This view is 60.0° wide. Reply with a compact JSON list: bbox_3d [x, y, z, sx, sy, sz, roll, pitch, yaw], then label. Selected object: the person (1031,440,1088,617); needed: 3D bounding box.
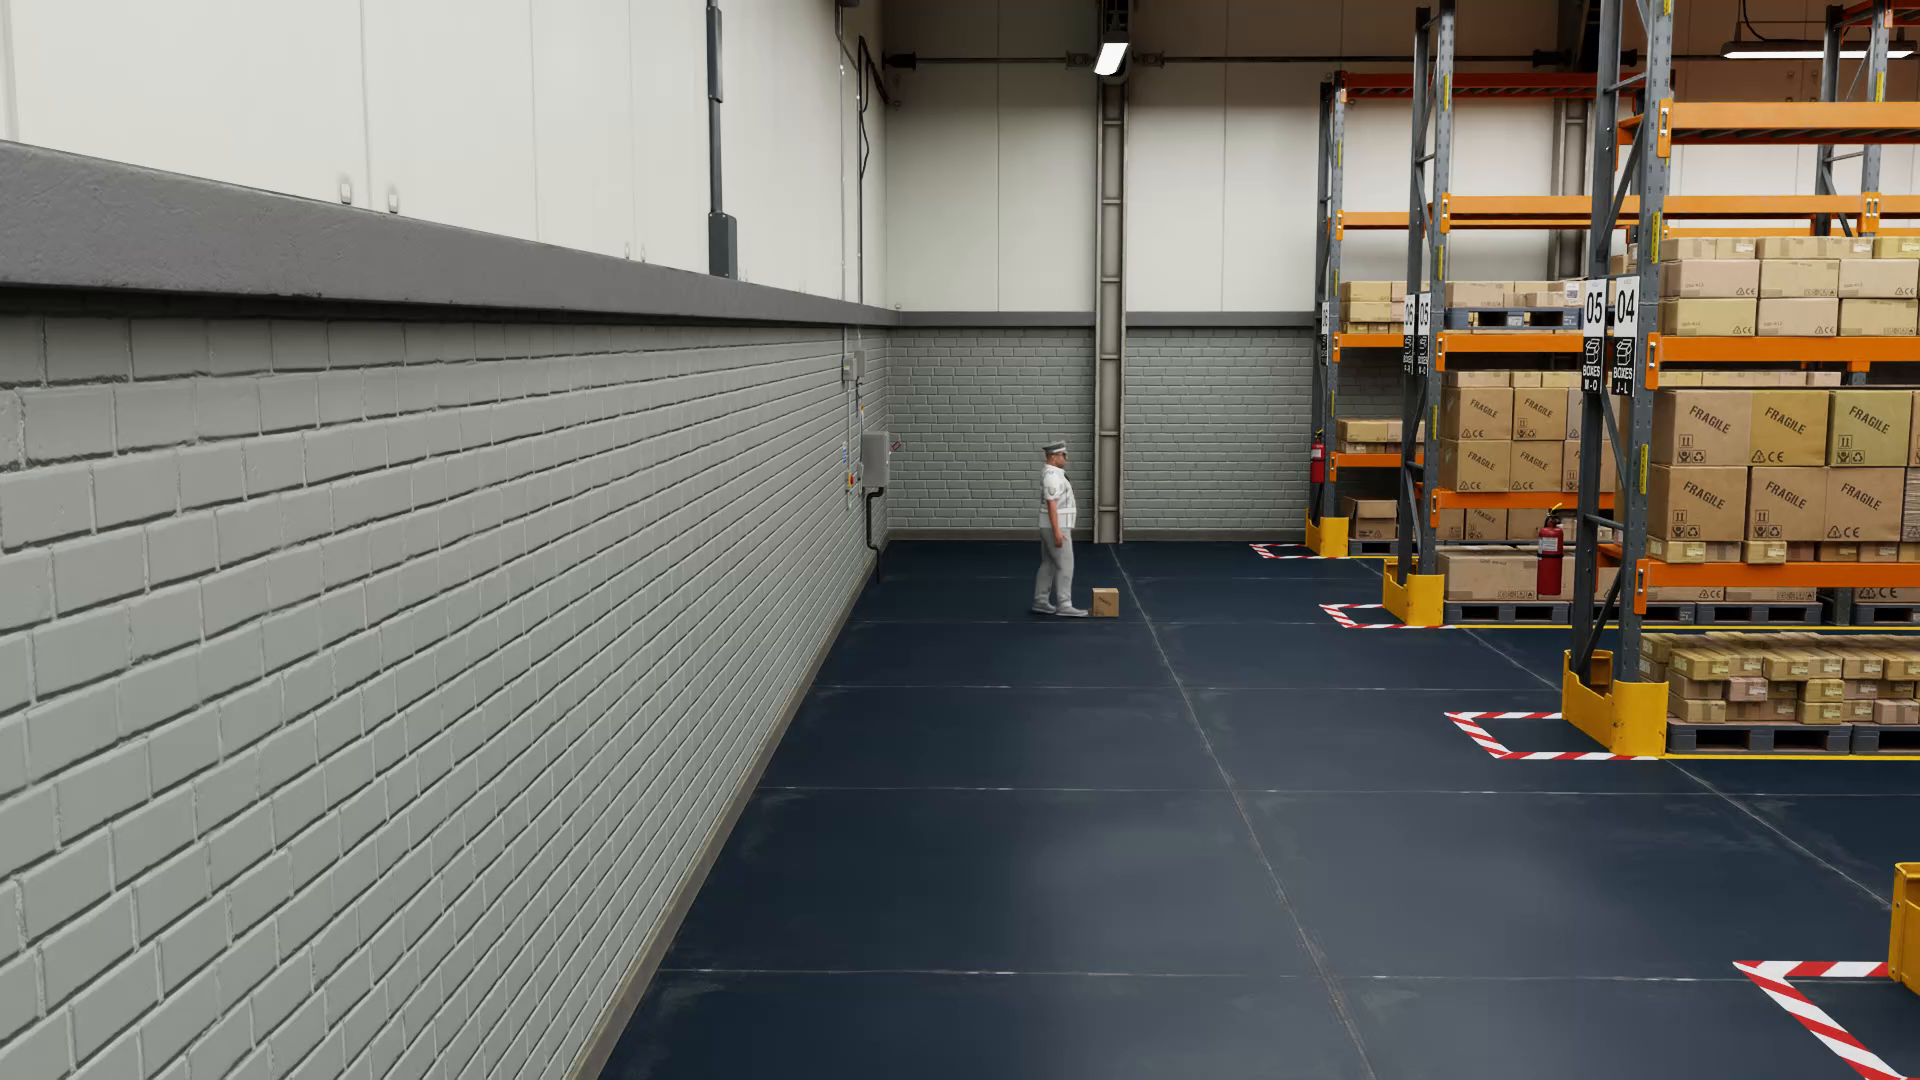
[{"bbox_3d":[1.009,-0.118,16.662,0.560,1.770,0.540,0,7,2],"label":"person"}]
